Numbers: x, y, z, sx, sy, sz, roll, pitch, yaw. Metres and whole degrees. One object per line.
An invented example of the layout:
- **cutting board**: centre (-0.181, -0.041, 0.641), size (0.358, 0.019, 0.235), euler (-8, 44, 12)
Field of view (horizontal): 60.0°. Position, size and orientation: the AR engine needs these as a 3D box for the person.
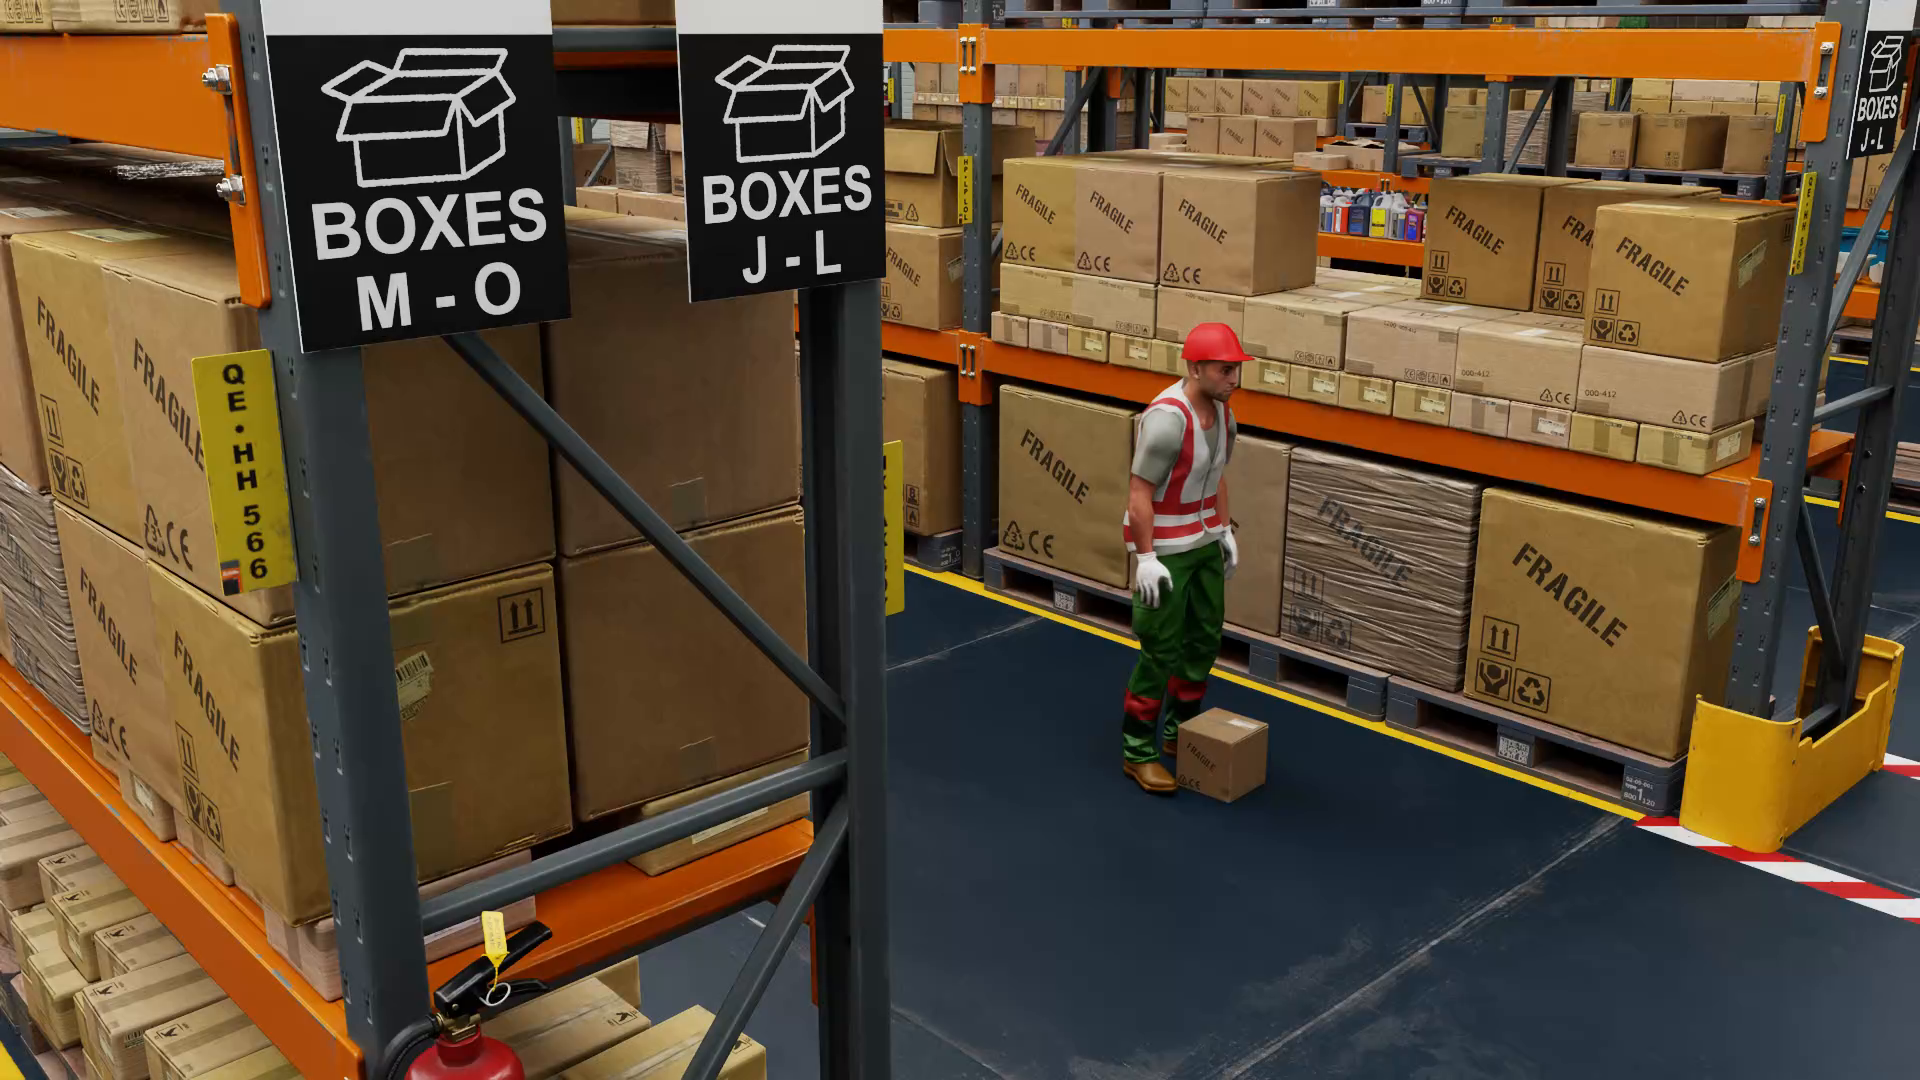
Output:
- **person**: centre (-0.525, -1.793, 12.339), size (11.025, 1.778, 7.847), euler (15, 23, 41)
